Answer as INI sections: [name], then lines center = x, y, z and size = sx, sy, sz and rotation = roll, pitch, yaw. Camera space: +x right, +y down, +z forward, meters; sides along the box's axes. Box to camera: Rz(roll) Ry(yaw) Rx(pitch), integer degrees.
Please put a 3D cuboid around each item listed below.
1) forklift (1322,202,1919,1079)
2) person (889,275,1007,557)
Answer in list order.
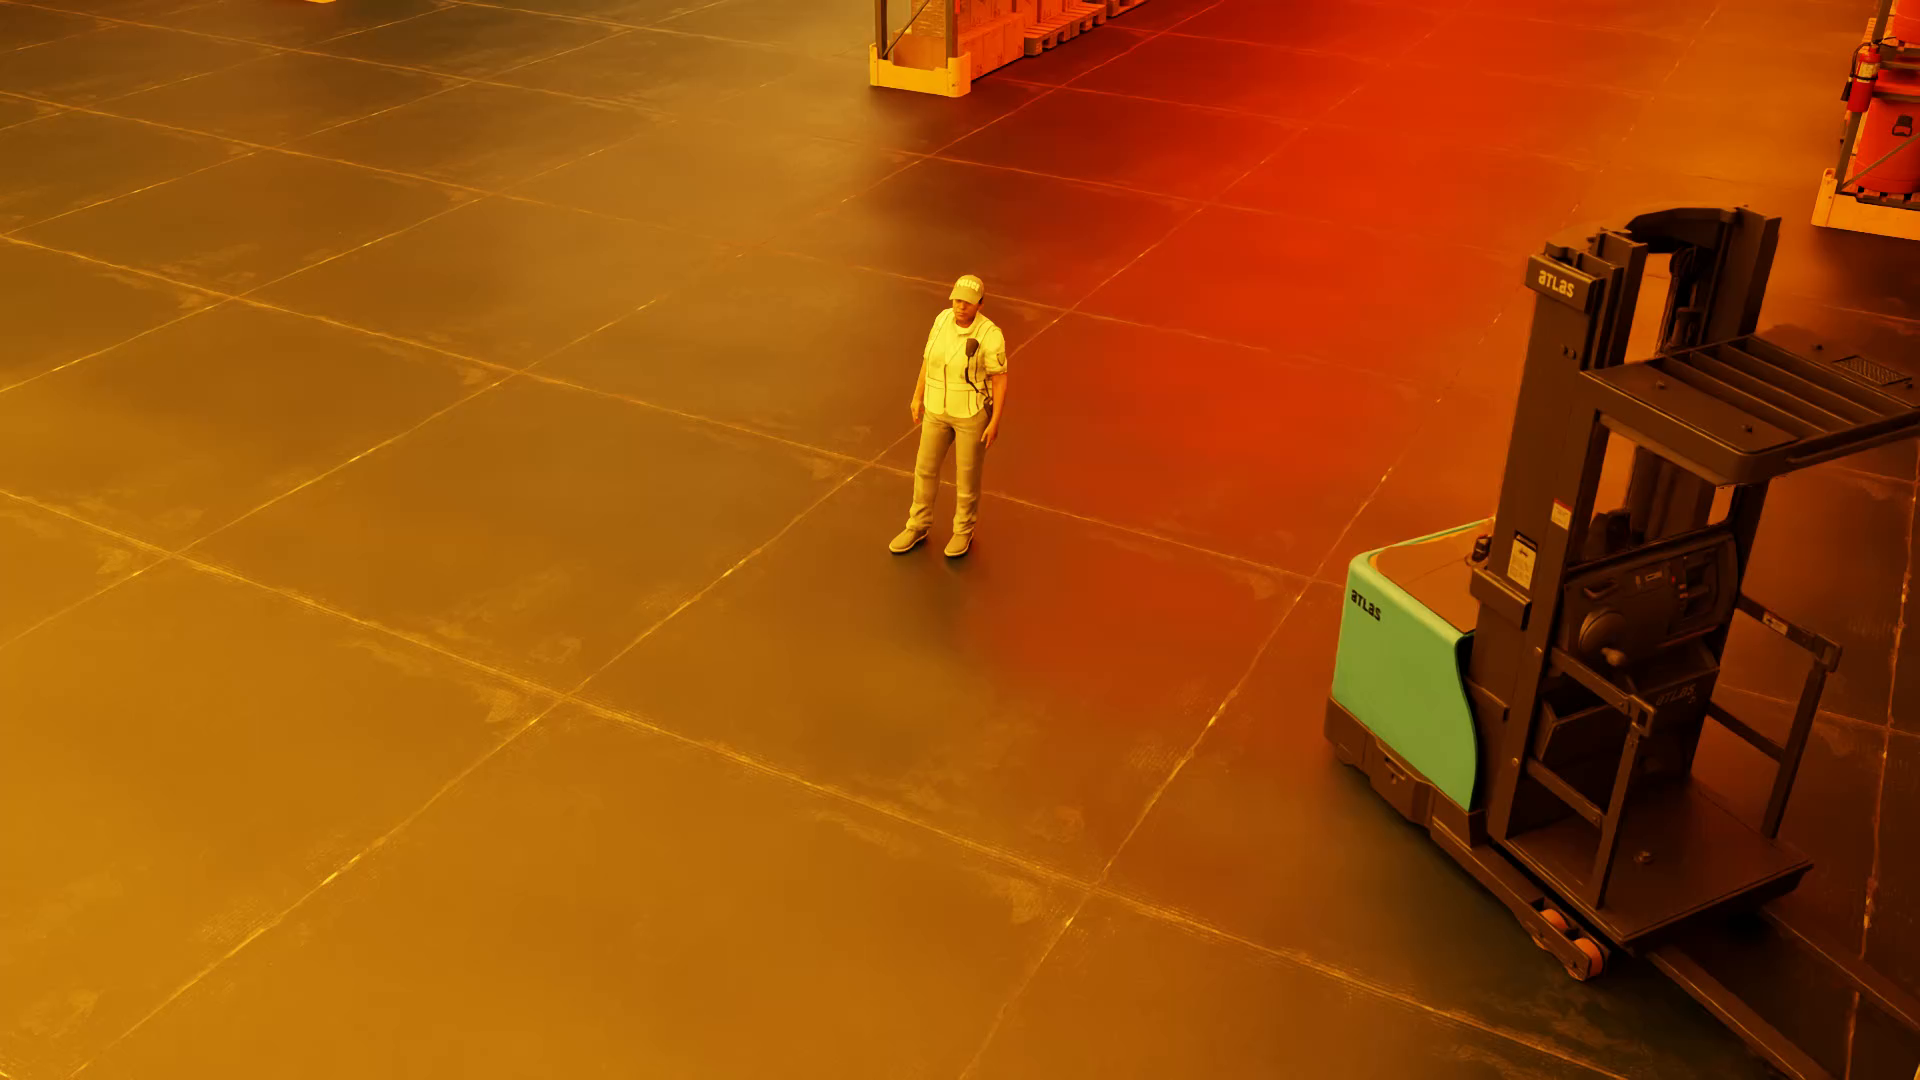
[forklift]
center = 2.890, 0.290, 6.568
size = 1.130, 2.935, 3.031
rotation = -14, 33, -22
[person]
center = -0.063, -0.701, 9.537
size = 0.585, 1.670, 0.529
rotation = 15, 33, 25
